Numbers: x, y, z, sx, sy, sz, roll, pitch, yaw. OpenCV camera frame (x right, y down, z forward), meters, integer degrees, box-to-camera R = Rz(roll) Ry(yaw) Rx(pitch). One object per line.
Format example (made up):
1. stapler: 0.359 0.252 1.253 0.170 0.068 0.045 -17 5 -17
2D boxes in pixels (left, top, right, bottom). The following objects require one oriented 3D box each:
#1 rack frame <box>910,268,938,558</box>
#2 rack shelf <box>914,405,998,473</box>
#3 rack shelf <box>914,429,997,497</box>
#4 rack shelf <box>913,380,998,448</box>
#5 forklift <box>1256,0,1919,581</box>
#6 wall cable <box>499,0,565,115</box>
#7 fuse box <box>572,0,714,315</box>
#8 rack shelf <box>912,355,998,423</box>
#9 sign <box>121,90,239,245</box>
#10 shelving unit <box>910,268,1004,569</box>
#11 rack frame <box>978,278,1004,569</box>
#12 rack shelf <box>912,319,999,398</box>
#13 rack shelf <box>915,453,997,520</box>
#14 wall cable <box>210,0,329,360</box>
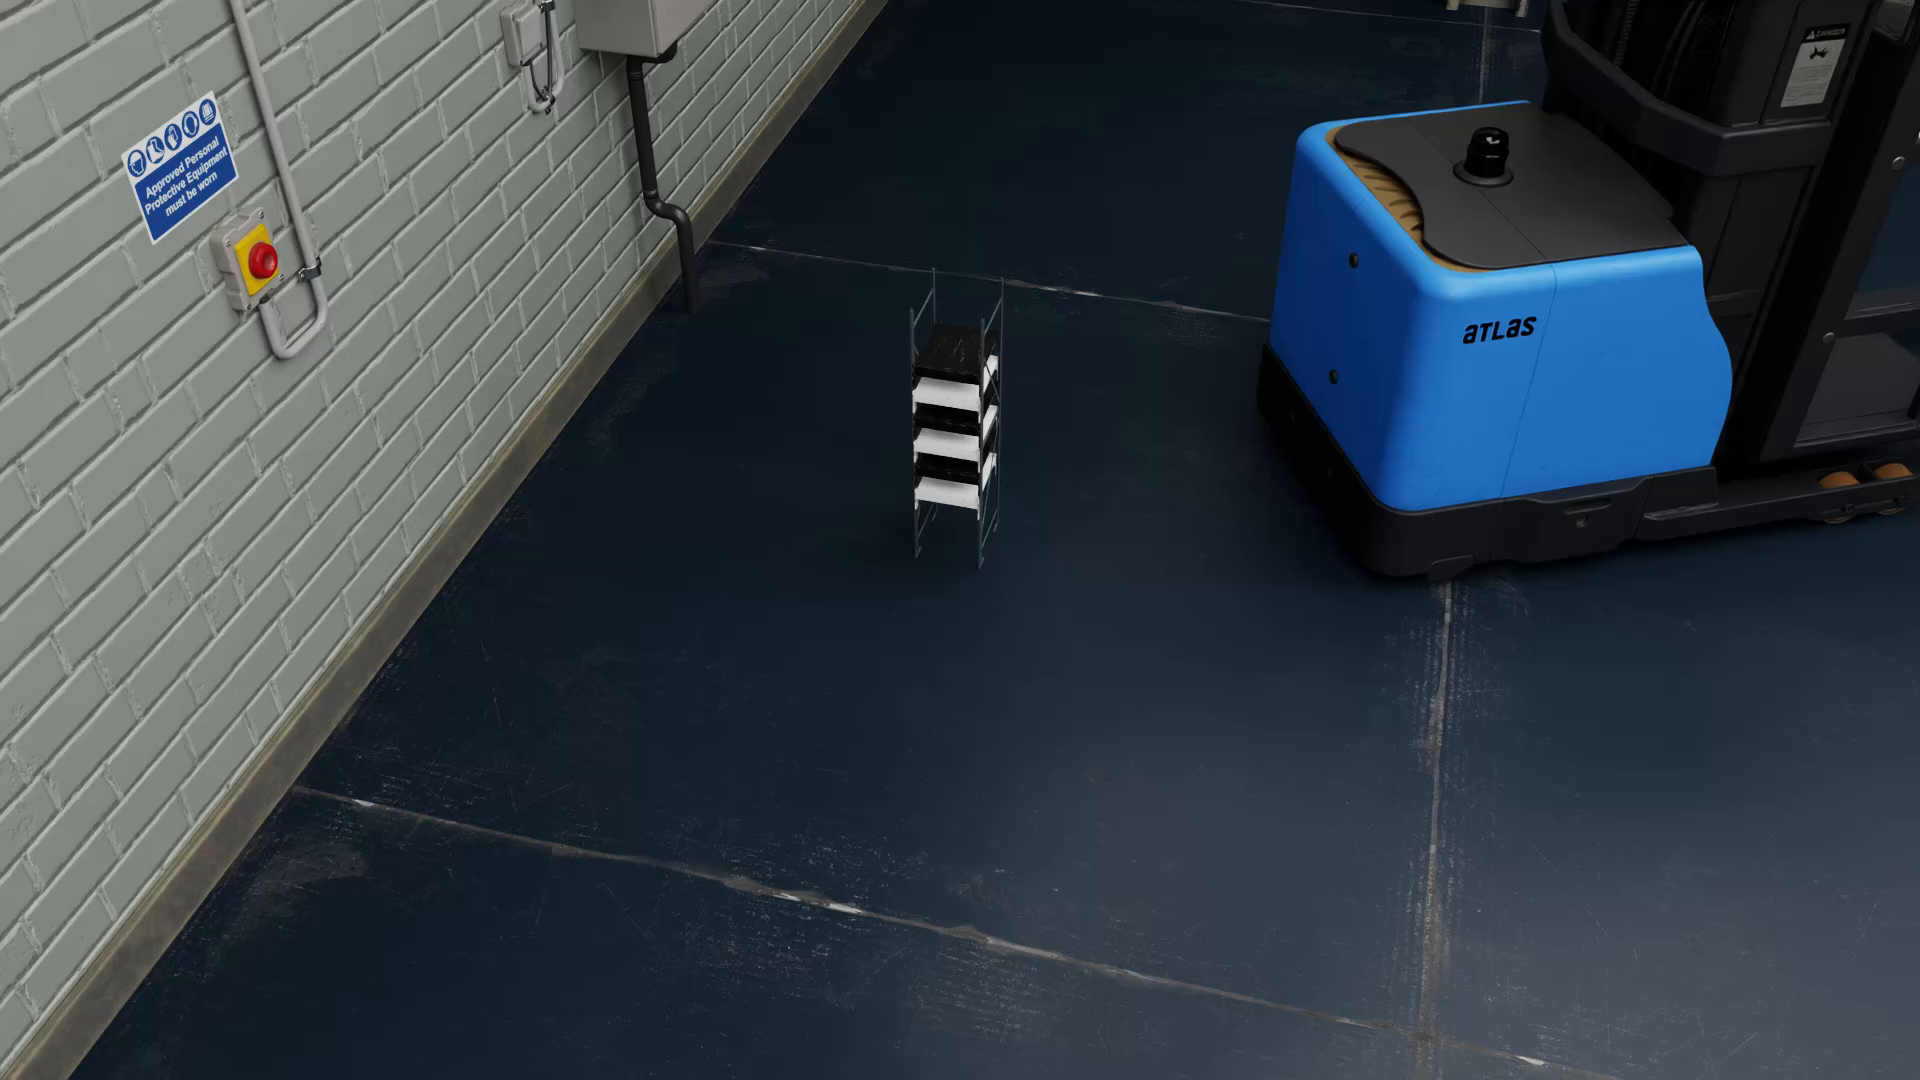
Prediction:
1. rack frame: -0.106 -0.363 4.982 0.006 0.900 0.240 10 41 11
2. rack shelf: -0.008 -0.320 4.984 0.200 0.077 0.258 10 41 11
3. rack shelf: -0.008 -0.252 5.042 0.200 0.077 0.258 10 41 11
4. rack shelf: -0.008 -0.389 4.926 0.200 0.077 0.258 10 41 11
5. forklift: 2.591 -1.497 4.754 3.031 2.935 1.130 -9 41 -10
6. wall cable: -1.300 -2.018 4.530 0.122 1.984 0.588 10 41 11
7. fuse box: -0.971 -1.533 5.745 0.414 1.711 0.539 10 41 11
8. rack shelf: -0.008 -0.458 4.868 0.200 0.077 0.258 10 41 11
9. sign: -1.727 -0.829 3.695 0.001 0.218 0.327 10 41 11
10. shelving unit: -0.008 -0.346 4.962 0.210 0.900 0.258 10 41 11
11. rack frame: 0.090 -0.329 4.942 0.006 0.900 0.240 10 41 11
12. rack shelf: -0.008 -0.527 4.810 0.200 0.077 0.258 10 41 11
13. rack shelf: -0.008 -0.183 5.099 0.200 0.077 0.258 10 41 11
14. wall cable: -1.655 -1.147 3.469 0.123 1.953 0.585 10 41 11
